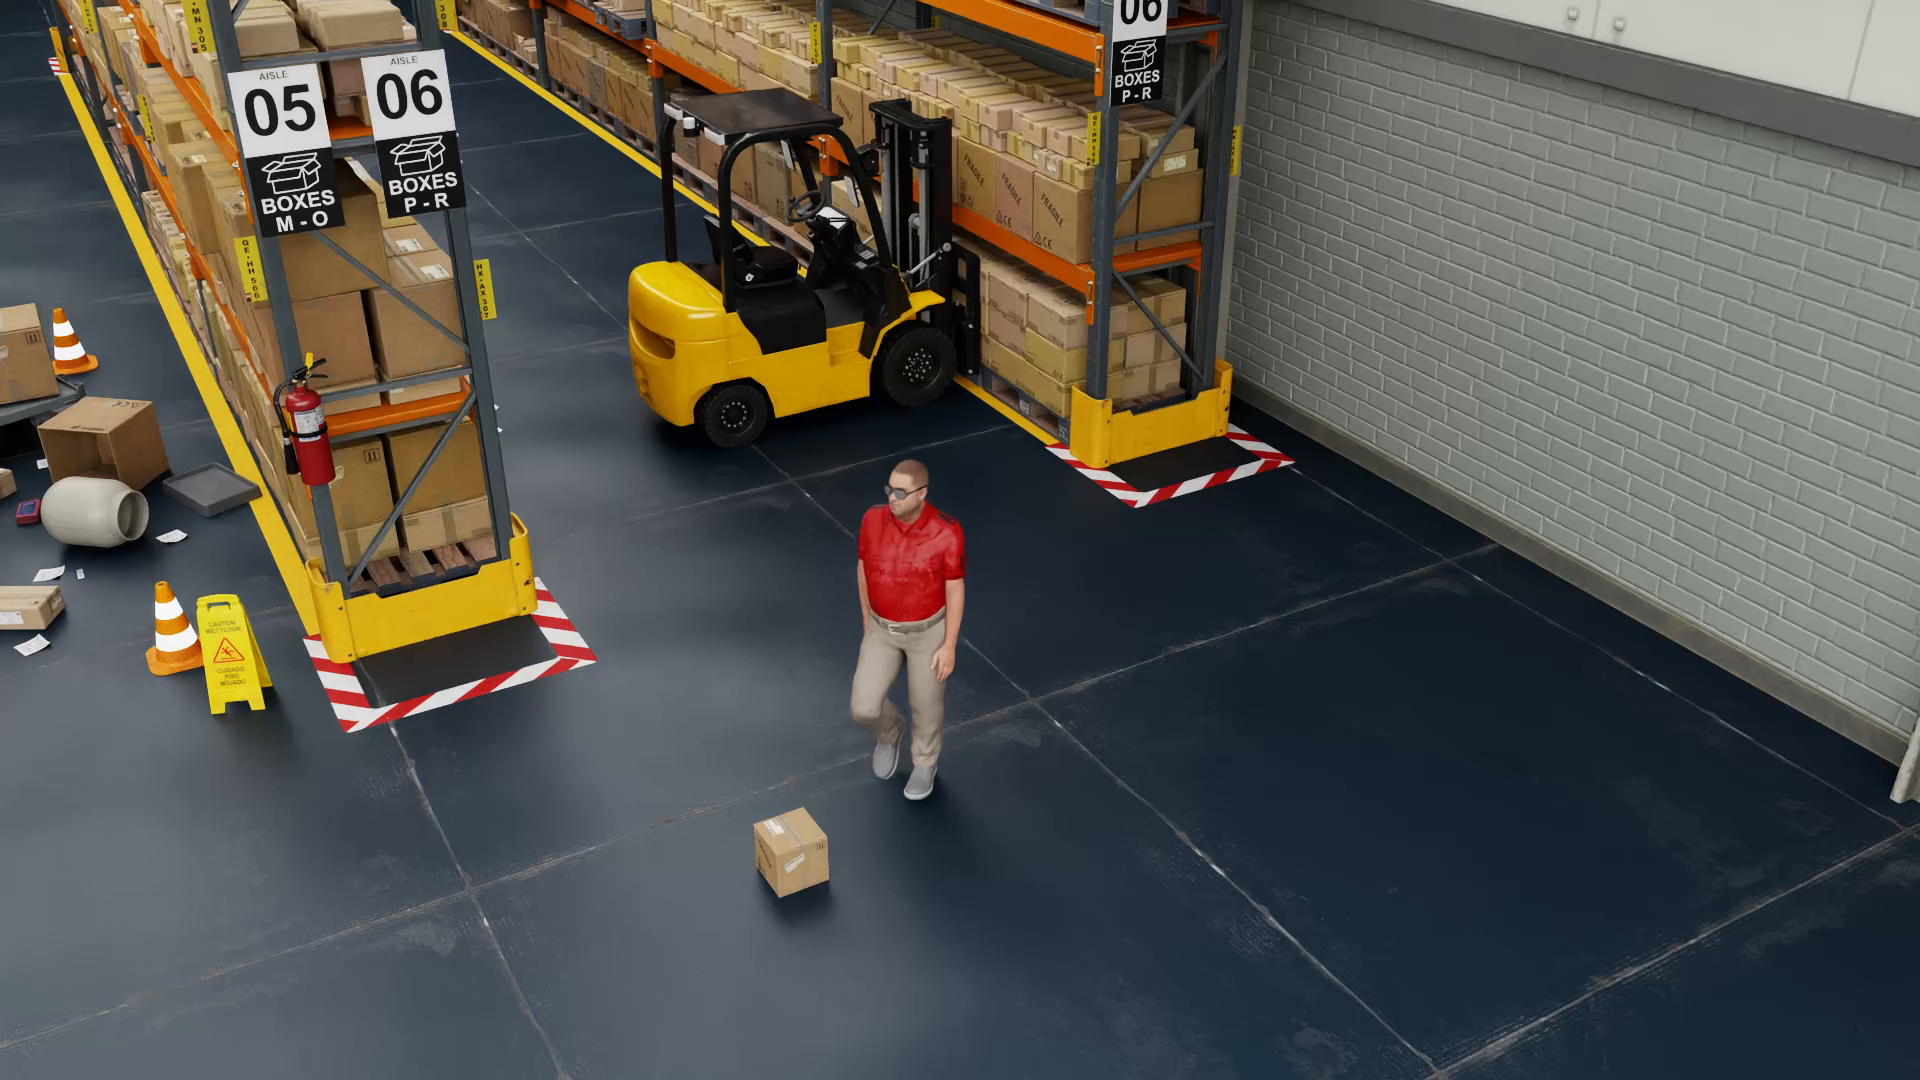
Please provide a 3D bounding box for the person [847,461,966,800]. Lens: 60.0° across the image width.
[{"bbox_3d":[-0.254,0.477,7.719,0.544,1.767,0.447,7,30,12],"label":"person"}]
